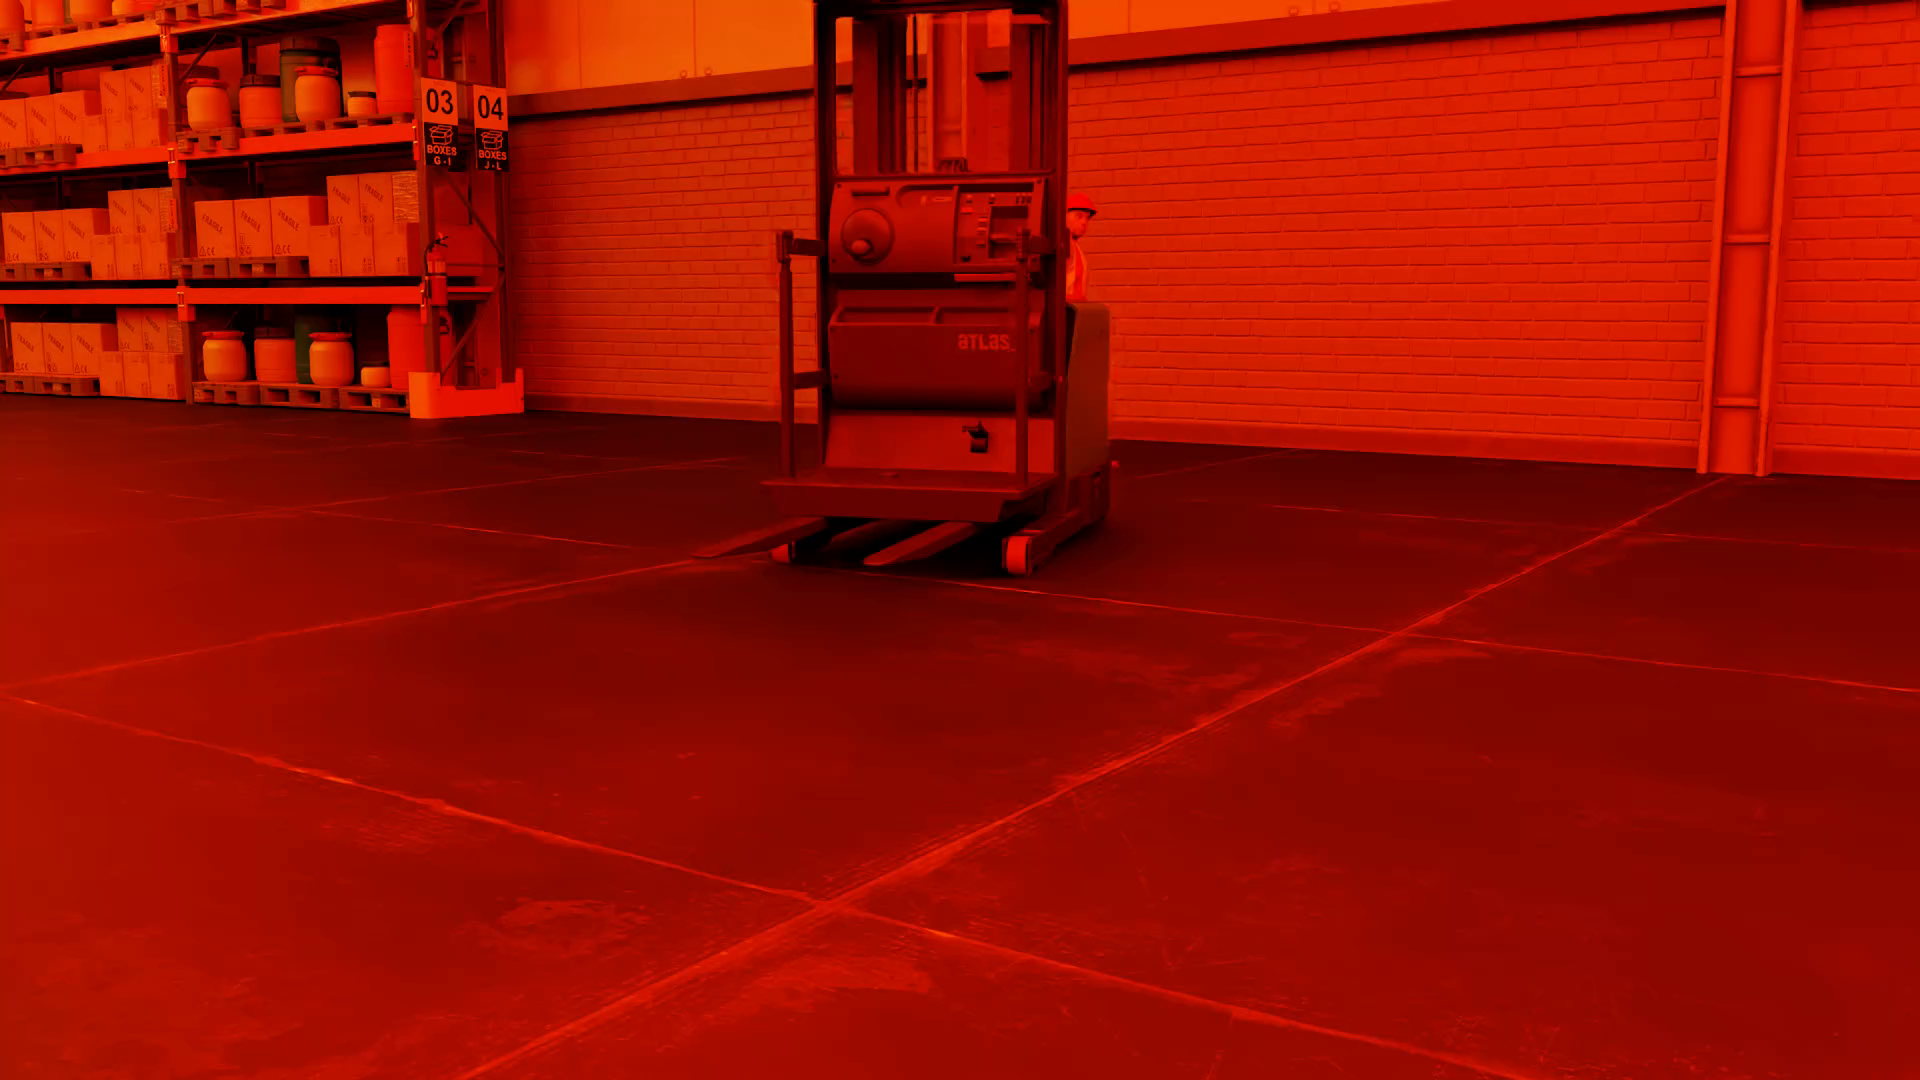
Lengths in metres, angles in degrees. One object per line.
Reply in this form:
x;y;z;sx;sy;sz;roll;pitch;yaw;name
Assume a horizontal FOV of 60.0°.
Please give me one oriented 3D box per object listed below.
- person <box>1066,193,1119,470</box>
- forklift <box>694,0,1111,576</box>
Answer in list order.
0.774;-1.336;10.708;0.512;1.772;0.757;0;8;3;person
-0.159;-1.367;6.809;1.130;2.935;3.031;2;8;16;forklift
